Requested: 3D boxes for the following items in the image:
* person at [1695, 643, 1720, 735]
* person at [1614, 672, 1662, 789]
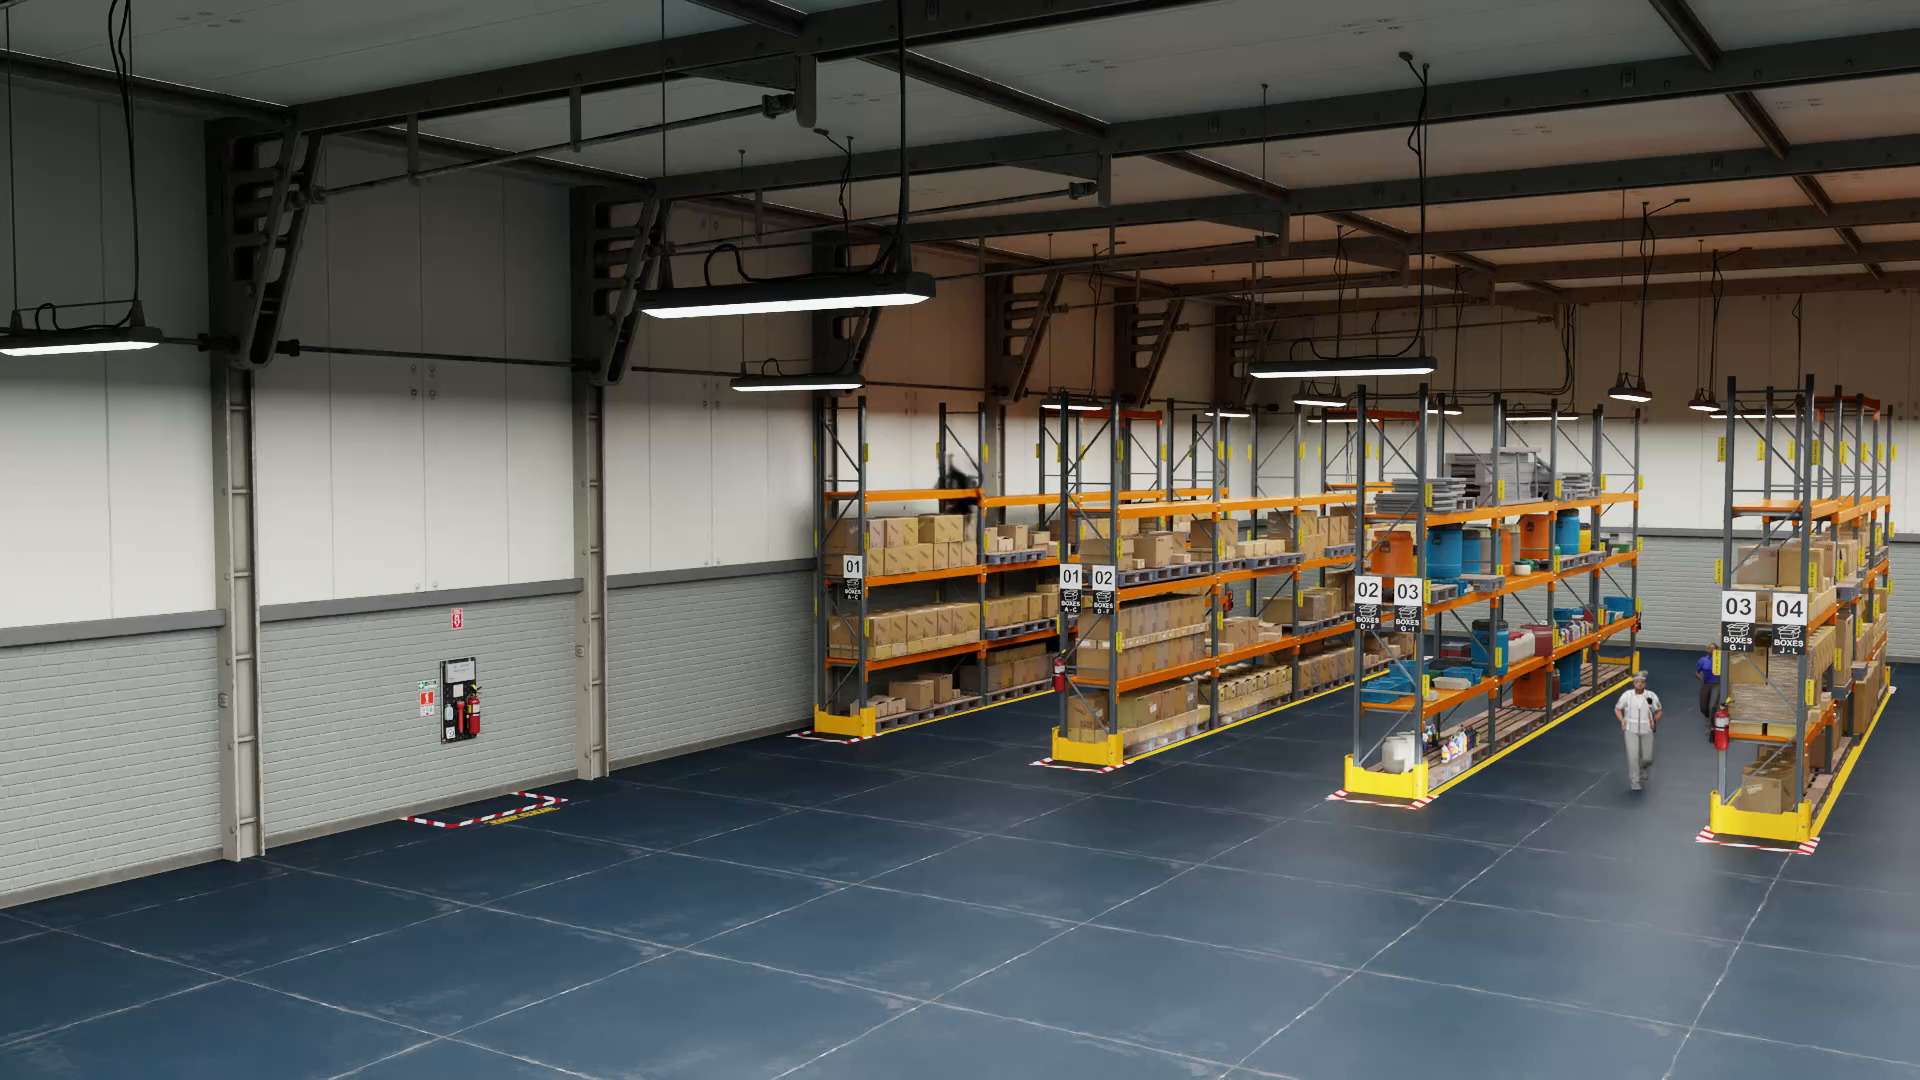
[{"bbox_3d":[13.394,2.638,29.614,0.578,1.618,0.684,2,3,31],"label":"person"},{"bbox_3d":[10.133,2.830,24.847,0.666,1.728,0.674,1,3,18],"label":"person"}]
